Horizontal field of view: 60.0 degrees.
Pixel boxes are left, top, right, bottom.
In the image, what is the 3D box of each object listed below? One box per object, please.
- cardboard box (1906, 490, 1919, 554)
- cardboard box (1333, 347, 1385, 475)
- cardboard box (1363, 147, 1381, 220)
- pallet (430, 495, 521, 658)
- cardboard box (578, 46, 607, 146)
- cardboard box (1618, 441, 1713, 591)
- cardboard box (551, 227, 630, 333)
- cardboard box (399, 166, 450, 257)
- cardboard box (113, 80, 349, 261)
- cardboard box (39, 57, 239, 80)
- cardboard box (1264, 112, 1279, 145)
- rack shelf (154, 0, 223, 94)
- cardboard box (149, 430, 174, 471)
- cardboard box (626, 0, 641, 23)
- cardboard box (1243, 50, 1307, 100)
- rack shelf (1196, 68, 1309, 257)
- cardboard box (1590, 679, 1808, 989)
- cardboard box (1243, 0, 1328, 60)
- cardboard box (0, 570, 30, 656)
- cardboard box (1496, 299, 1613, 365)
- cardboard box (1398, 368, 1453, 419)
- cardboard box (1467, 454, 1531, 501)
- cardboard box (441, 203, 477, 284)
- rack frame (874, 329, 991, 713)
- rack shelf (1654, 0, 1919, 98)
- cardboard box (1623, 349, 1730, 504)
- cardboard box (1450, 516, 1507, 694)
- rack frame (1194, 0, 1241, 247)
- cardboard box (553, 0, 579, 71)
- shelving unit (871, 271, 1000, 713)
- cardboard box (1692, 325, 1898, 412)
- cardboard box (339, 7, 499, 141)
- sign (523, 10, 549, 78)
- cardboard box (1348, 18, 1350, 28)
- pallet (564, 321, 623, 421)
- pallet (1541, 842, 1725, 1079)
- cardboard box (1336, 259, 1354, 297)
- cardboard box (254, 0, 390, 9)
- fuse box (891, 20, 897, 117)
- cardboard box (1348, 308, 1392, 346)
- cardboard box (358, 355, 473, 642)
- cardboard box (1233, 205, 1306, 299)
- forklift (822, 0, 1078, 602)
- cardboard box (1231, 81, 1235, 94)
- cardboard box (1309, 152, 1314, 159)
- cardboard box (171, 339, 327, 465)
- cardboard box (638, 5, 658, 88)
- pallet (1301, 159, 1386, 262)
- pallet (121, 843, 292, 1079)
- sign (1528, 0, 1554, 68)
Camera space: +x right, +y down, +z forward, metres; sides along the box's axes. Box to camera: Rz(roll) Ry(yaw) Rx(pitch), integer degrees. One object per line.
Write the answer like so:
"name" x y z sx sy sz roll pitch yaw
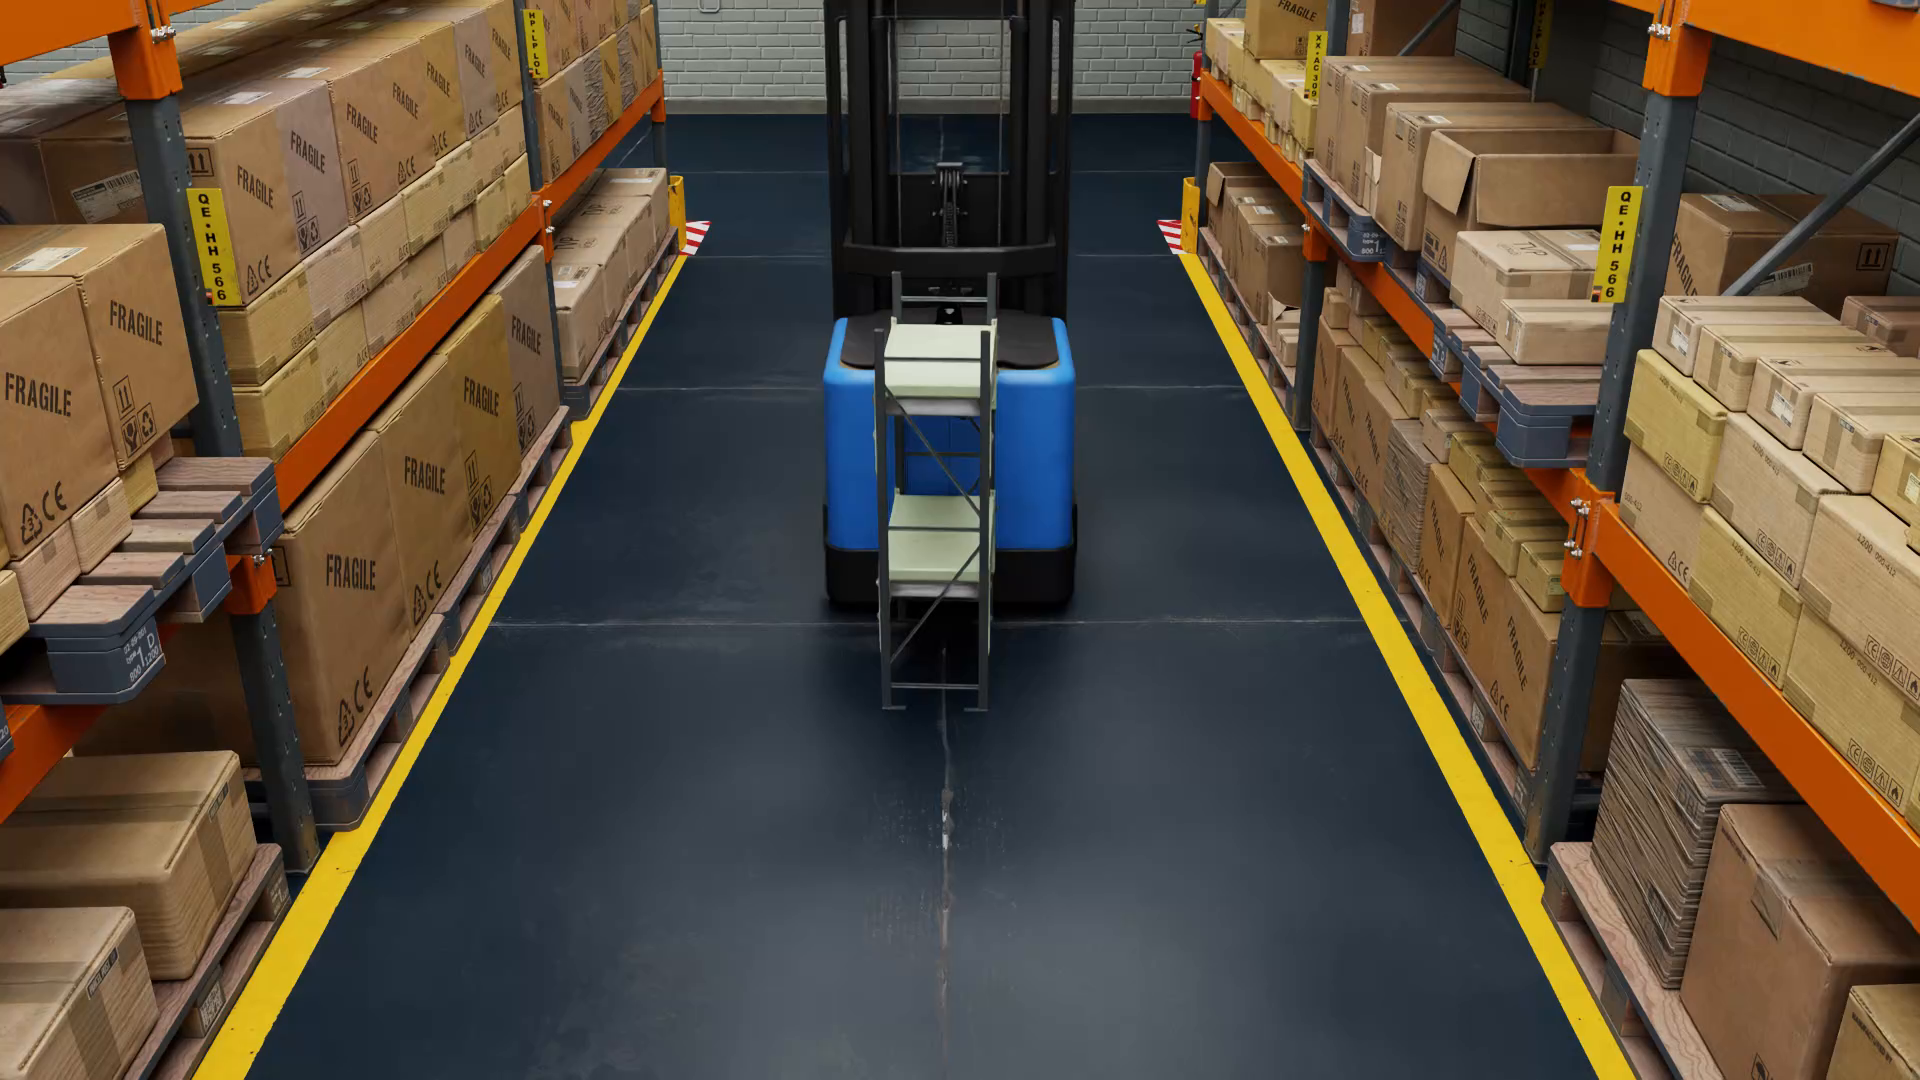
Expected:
"cardboard box" 2.097 -0.007 3.218 0.380 0.149 0.250 0 24 1
"cardboard box" 2.116 -0.612 7.986 0.500 0.500 0.500 -1 24 -1
"cardboard box" 1.952 -1.535 7.157 0.396 0.266 0.258 1 24 2
"pallet" -2.543 0.137 7.191 1.003 0.211 1.213 0 24 -1
"cardboard box" -2.387 -2.607 9.754 0.500 0.500 0.500 0 24 0
"cardboard box" 2.124 -0.078 4.465 0.500 0.250 0.500 0 24 0
"cardboard box" -2.553 -1.607 10.263 0.875 0.438 0.875 -1 24 -2
"cardboard box" -2.348 -1.304 6.568 0.500 0.250 0.500 0 24 0
"cardboard box" -2.375 -1.217 5.465 0.500 0.500 0.500 0 24 0
"cardboard box" -2.879 -1.436 5.950 0.500 0.500 0.500 0 24 -1
"cardboard box" 2.006 -2.422 9.770 0.380 0.149 0.250 -1 24 -1
"rack shelf" -2.621 -2.170 6.141 1.077 0.370 4.000 0 24 -1
"cardboard box" -2.361 -0.250 4.457 0.380 0.149 0.250 1 24 1
"cardboard box" -2.408 -3.692 10.938 0.500 0.500 0.500 0 24 0
"cardboard box" 2.054 -2.879 10.296 0.500 0.250 0.500 -1 24 -2
"rack shelf" 2.298 -2.475 10.456 1.077 0.370 4.000 0 24 -1
"cardboard box" 2.357 0.817 4.675 0.875 0.625 0.625 1 24 1
"cardboard box" 2.029 -3.230 10.162 0.500 0.500 0.500 0 24 1
"cardboard box" -2.226 0.181 3.505 0.380 0.149 0.250 0 24 0
"cardboard box" 1.973 -0.676 5.401 0.380 0.149 0.250 0 24 0
"cardboard box" 2.135 -0.640 7.262 0.380 0.149 0.250 1 24 1
"cardboard box" 2.155 -0.211 6.313 0.380 0.149 0.250 0 24 1
"cardboard box" -2.395 -1.285 7.133 0.500 0.250 0.500 -1 24 -2
"rack frame" -0.095 -0.035 6.008 0.400 1.500 0.023 1 25 2
"rack shelf" 2.386 -0.545 2.549 1.077 0.370 4.000 0 24 -1
"cardboard box" 2.099 -0.306 4.362 0.500 0.250 0.500 0 24 -1
"cardboard box" 2.149 0.237 6.109 0.500 0.500 0.500 -1 24 -1
"rack frame" 2.277 -3.627 12.130 1.000 3.000 0.127 0 24 -1
"cardboard box" -2.405 -2.862 9.103 0.500 0.500 0.500 -1 24 -1
"shelving unit" -0.078 -0.188 6.340 0.431 1.500 0.755 1 25 2
"cardboard box" 2.077 -0.429 4.150 0.380 0.149 0.250 0 24 1
"cardboard box" -2.374 -2.060 7.330 0.500 0.500 0.500 0 24 0
"sign" -2.101 -2.453 8.225 0.100 0.325 0.005 0 24 -1
"cardboard box" 2.547 -3.506 11.683 0.500 0.250 0.500 0 24 1
"pallet" -2.573 -0.998 9.701 1.003 0.211 1.213 0 24 -1
"pallet" 2.334 1.279 4.665 1.003 0.211 1.213 0 24 -1
"cardboard box" 2.119 -1.314 8.390 0.380 0.149 0.250 -1 24 -1
"cardboard box" -2.926 -2.274 7.802 0.500 0.500 0.500 0 24 0
"fuse box" -0.669 -5.289 17.368 0.539 1.711 0.414 0 24 -1
"cardboard box" 2.138 -1.064 8.199 0.380 0.149 0.250 -1 24 -2
"cardboard box" -2.529 -0.183 6.582 0.875 0.875 0.875 0 24 0
"cardboard box" 2.065 -1.856 10.738 0.500 0.500 0.500 0 24 0
"forklift" -0.048 -1.632 7.802 1.130 2.935 3.031 0 24 0
"cardboard box" 2.034 -3.059 11.178 0.380 0.149 0.250 0 24 1
"cardboard box" 2.064 -1.995 8.825 0.380 0.149 0.250 0 24 0
"cardboard box" -2.353 -0.441 5.268 0.500 0.250 0.500 -1 24 -1
"cardboard box" -2.417 -3.451 11.620 0.500 0.500 0.500 0 24 0
"pallet" 2.220 -1.562 7.796 1.003 0.211 1.213 0 24 -1
"pallet" -2.592 1.286 4.651 1.003 0.211 1.213 0 24 -1
"sign" 2.875 -2.510 8.256 0.100 0.325 0.005 0 24 -1
